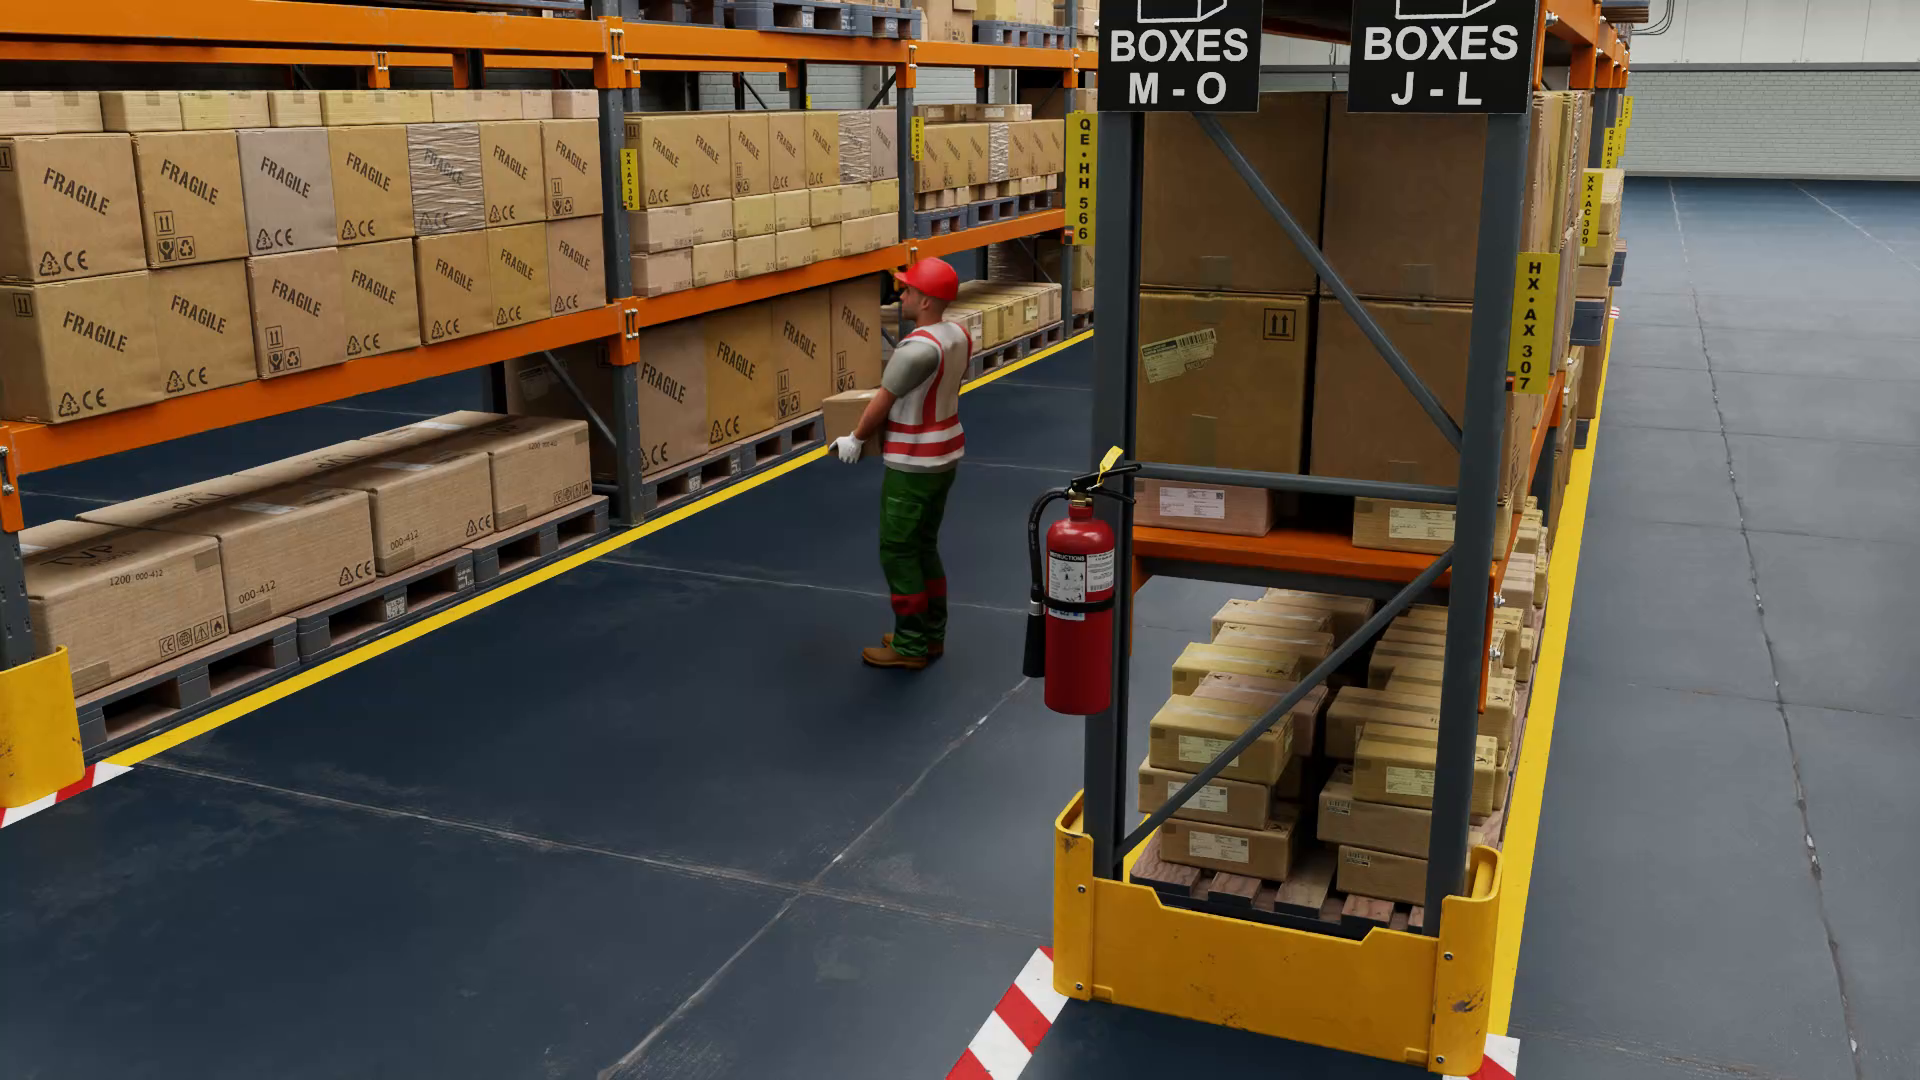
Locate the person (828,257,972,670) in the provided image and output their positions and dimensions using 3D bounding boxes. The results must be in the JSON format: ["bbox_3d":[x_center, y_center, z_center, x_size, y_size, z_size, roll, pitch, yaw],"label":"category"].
[{"bbox_3d":[-0.262,-0.330,7.194,0.559,1.782,0.494,6,16,22],"label":"person"}]
